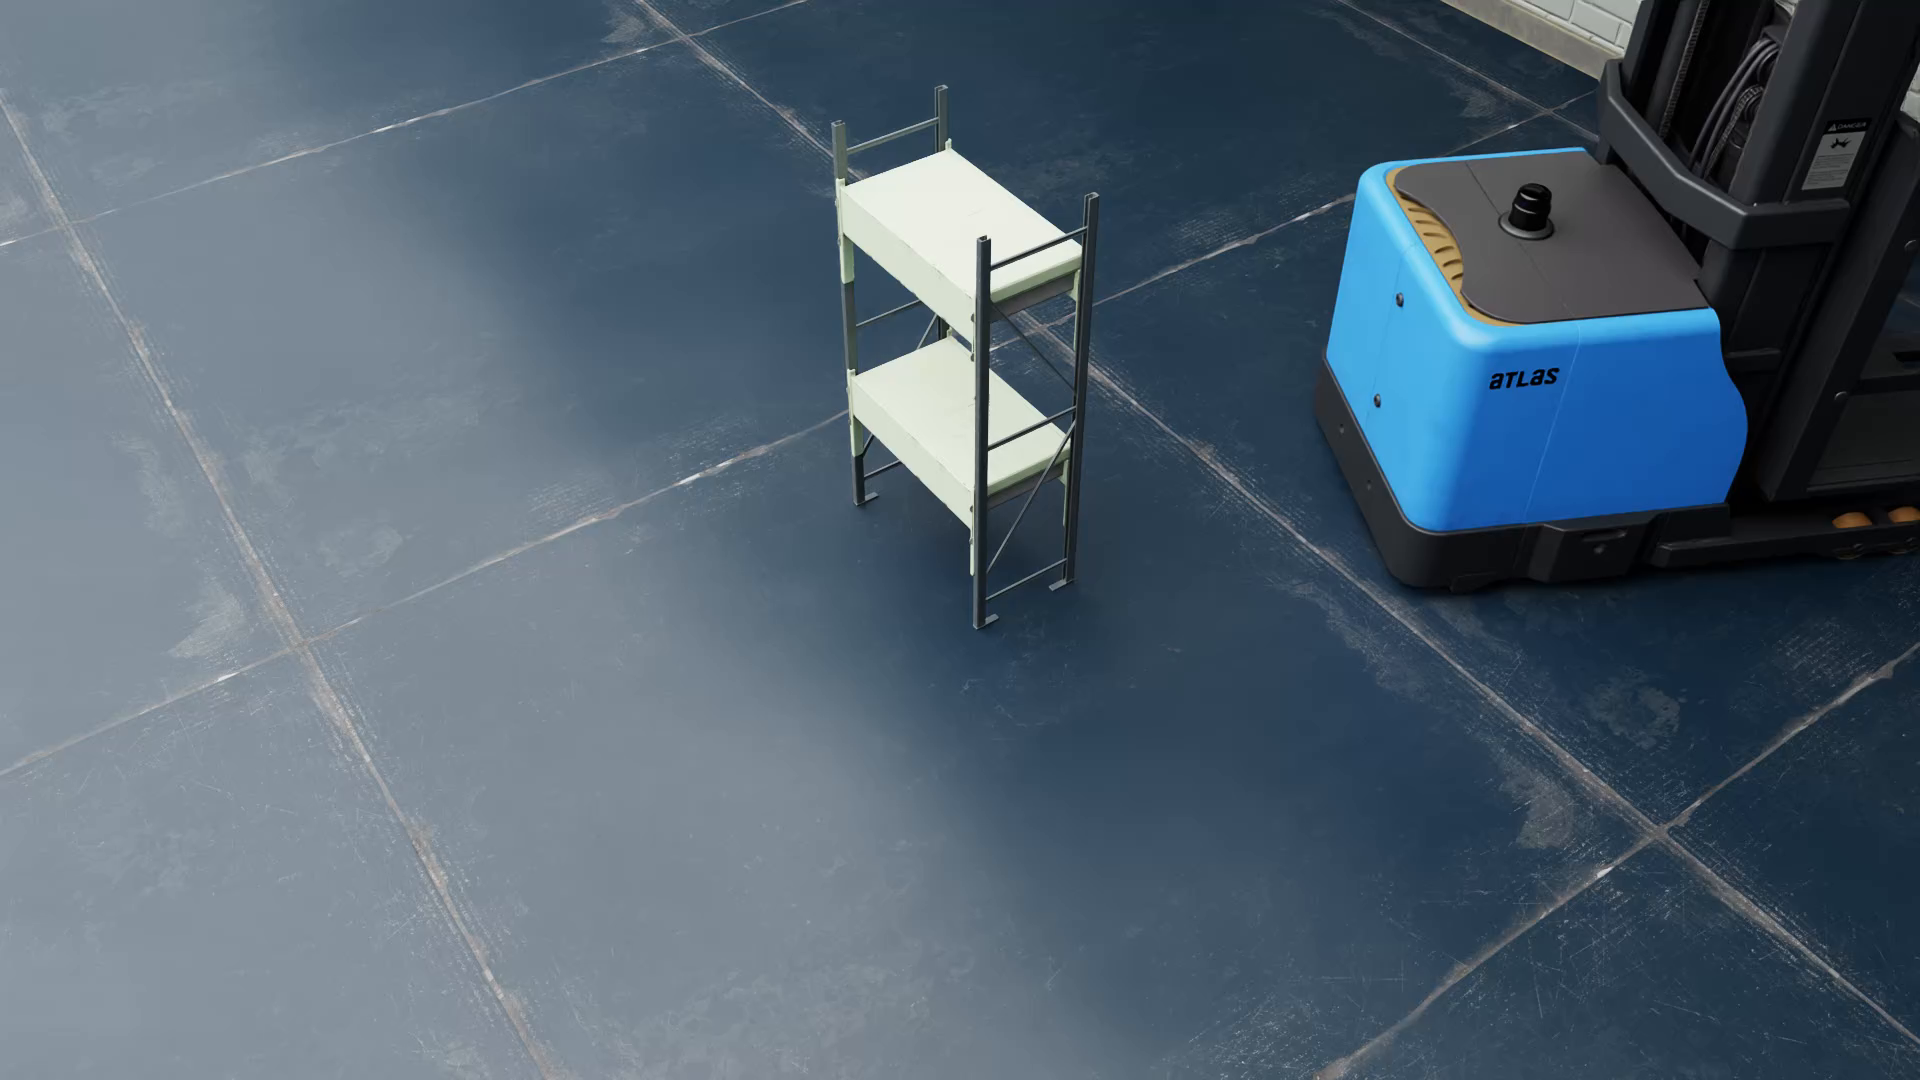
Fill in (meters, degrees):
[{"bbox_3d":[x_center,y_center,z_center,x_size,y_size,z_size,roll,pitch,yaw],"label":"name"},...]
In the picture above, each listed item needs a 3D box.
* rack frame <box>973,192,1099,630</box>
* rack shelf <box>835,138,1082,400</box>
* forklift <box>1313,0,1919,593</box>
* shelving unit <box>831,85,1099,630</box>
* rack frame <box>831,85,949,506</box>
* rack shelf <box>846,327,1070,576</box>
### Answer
[{"bbox_3d":[0.213,-0.331,5.011,0.400,1.500,0.023,-26,49,-24],"label":"rack frame"},{"bbox_3d":[0.004,-0.821,4.959,0.431,0.370,0.720,-26,49,-24],"label":"rack shelf"},{"bbox_3d":[2.867,-1.350,5.042,3.031,2.935,1.130,-6,44,-6],"label":"forklift"},{"bbox_3d":[0.004,-0.539,5.228,0.431,1.500,0.755,-26,49,-24],"label":"shelving unit"},{"bbox_3d":[-0.206,-0.746,5.445,0.400,1.500,0.023,-26,49,-24],"label":"rack frame"},{"bbox_3d":[0.004,-0.303,5.453,0.431,0.370,0.720,-26,49,-24],"label":"rack shelf"}]
